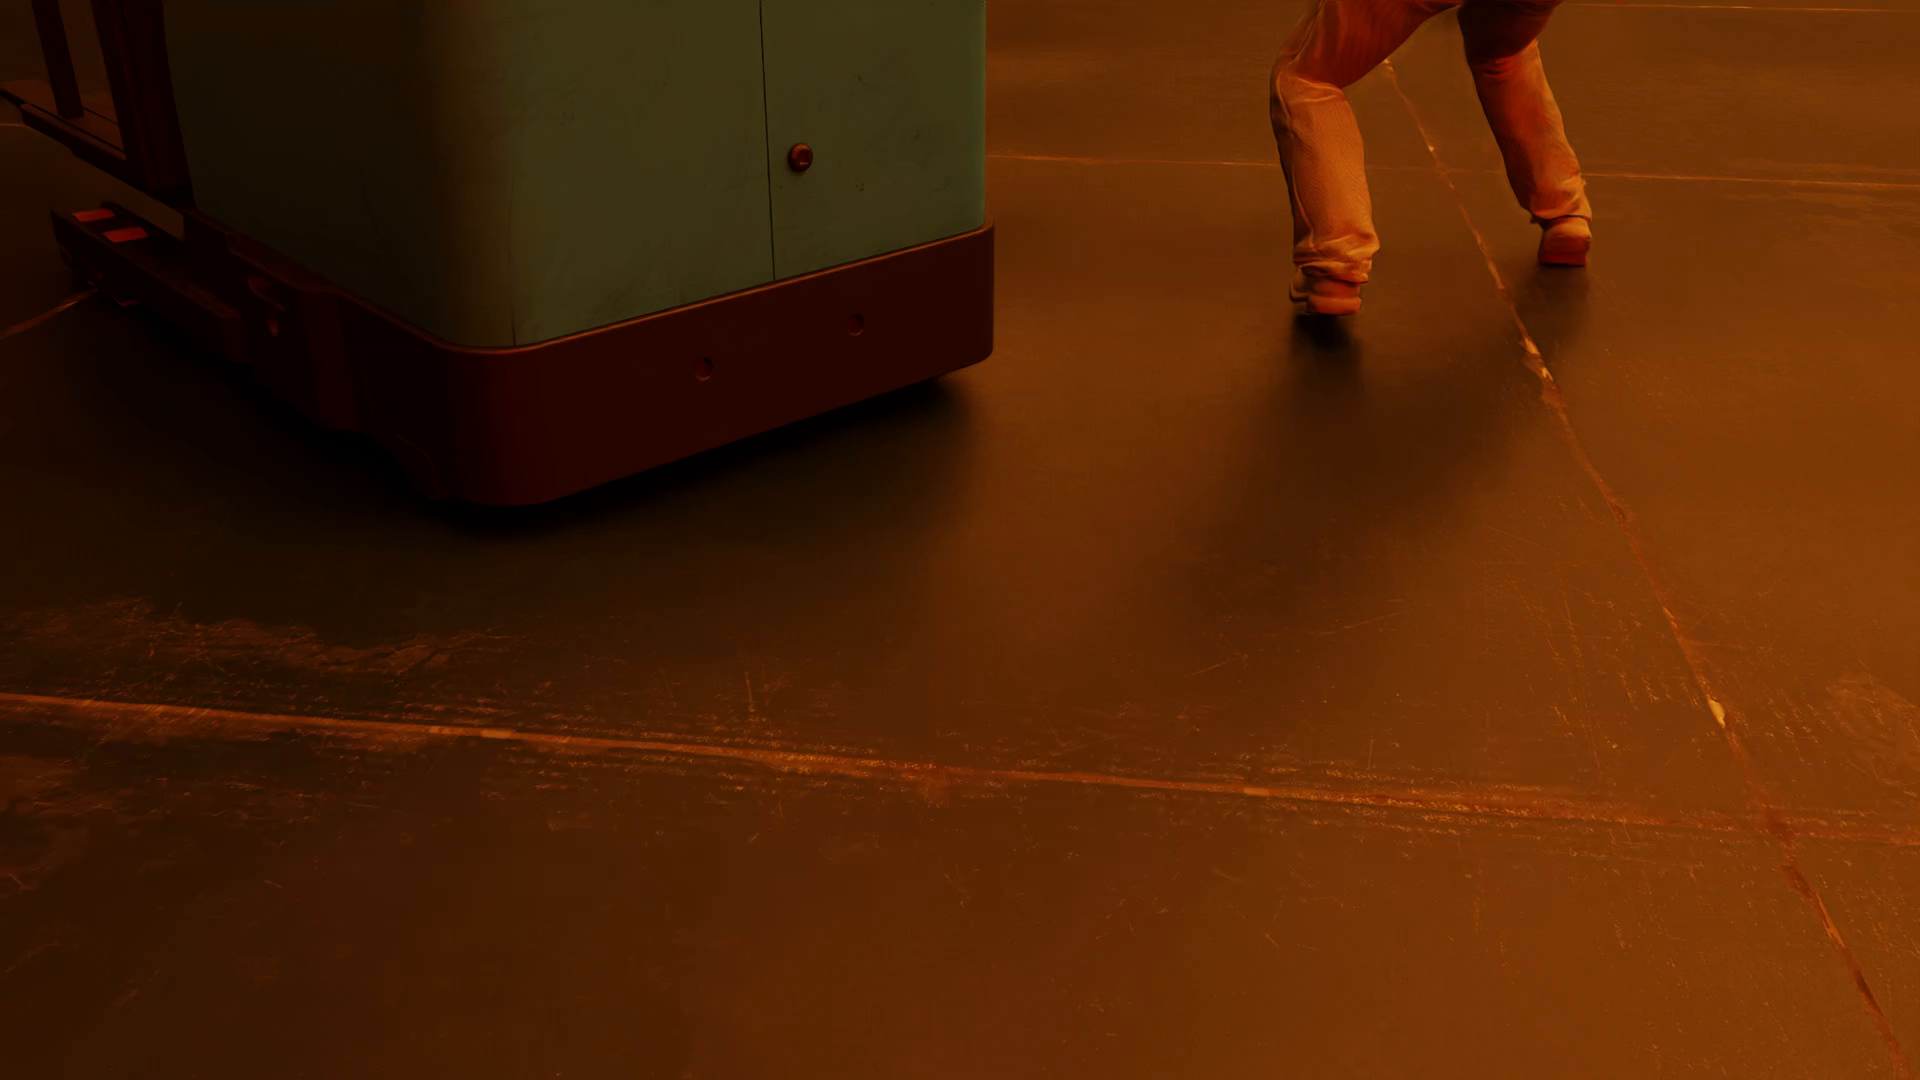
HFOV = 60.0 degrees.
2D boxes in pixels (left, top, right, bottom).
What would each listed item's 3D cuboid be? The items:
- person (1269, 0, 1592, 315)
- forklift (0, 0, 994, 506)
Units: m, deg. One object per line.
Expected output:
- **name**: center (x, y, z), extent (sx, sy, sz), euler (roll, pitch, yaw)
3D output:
- **person**: center (1.045, -1.219, 3.263), extent (1.014, 1.718, 0.572), euler (-12, 29, -23)
- **forklift**: center (-1.305, -1.933, 3.091), extent (1.130, 2.935, 3.031), euler (-22, 34, -37)
